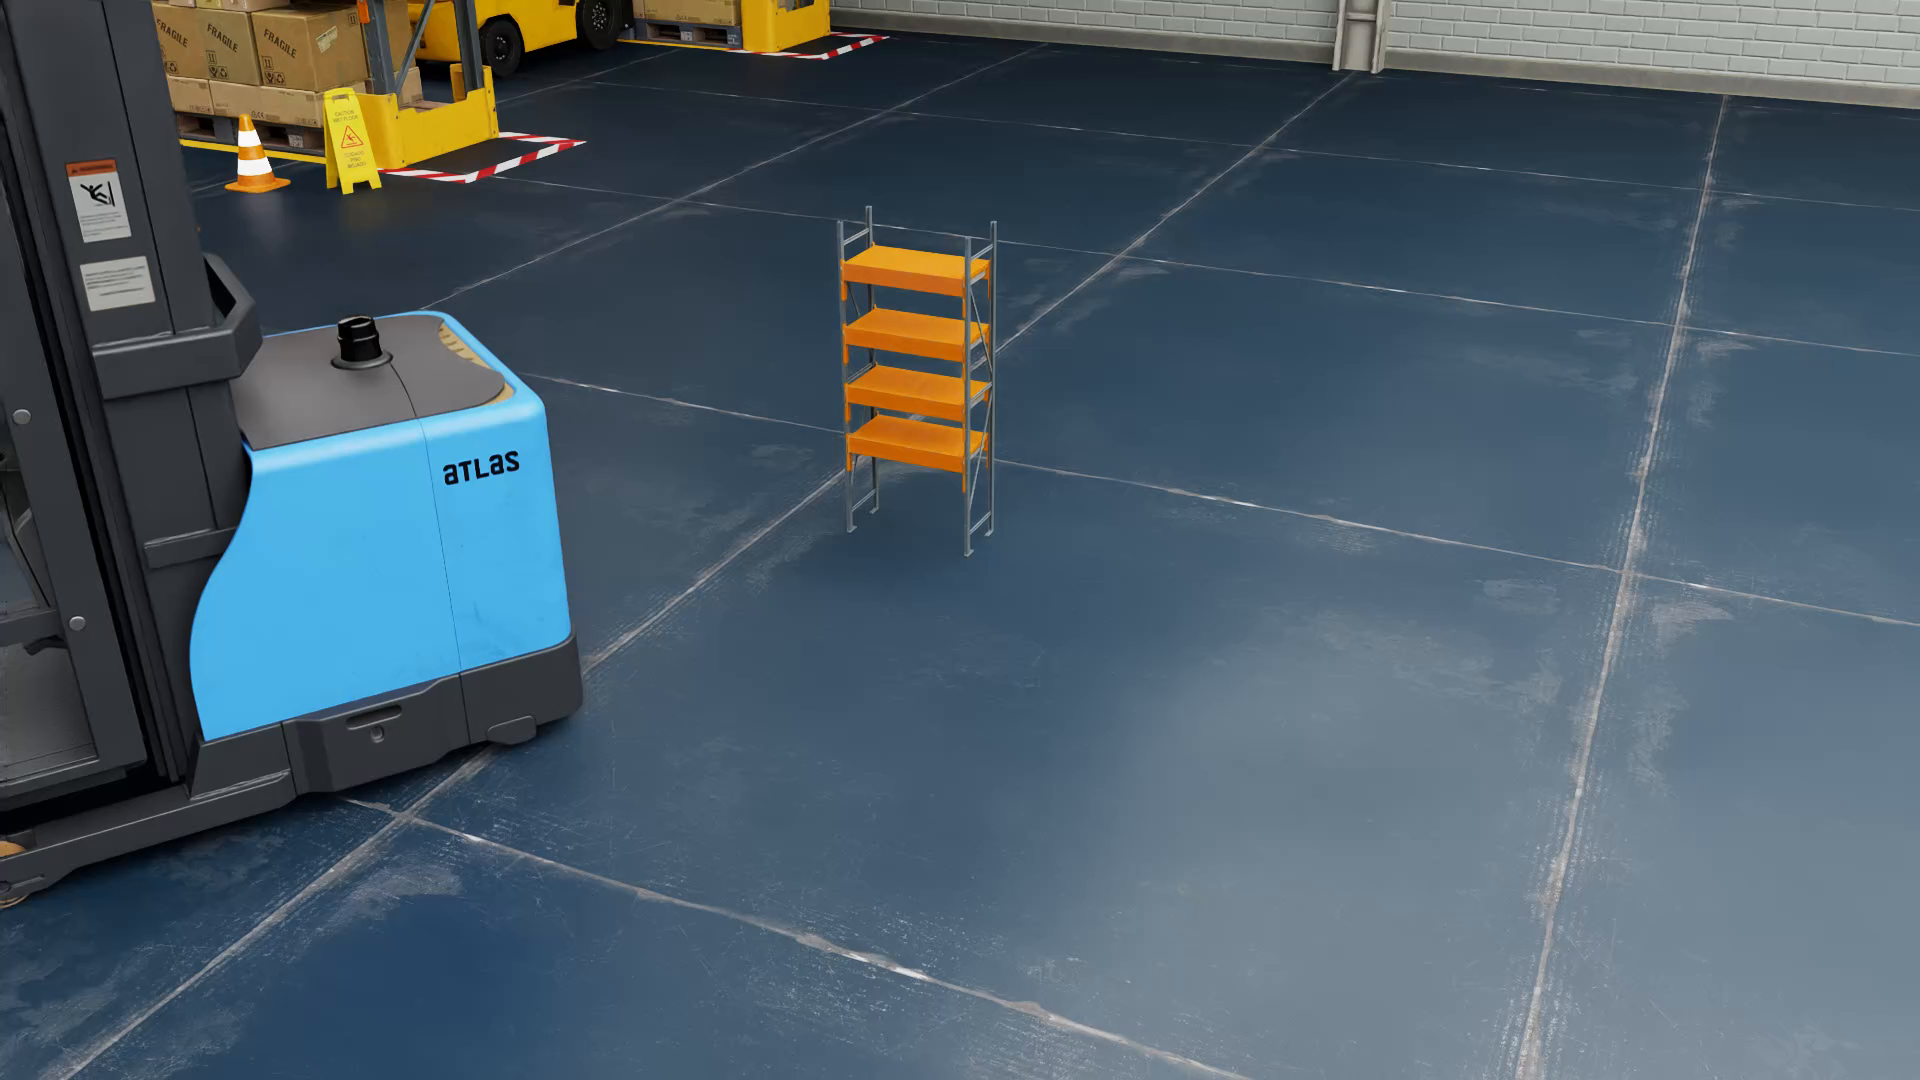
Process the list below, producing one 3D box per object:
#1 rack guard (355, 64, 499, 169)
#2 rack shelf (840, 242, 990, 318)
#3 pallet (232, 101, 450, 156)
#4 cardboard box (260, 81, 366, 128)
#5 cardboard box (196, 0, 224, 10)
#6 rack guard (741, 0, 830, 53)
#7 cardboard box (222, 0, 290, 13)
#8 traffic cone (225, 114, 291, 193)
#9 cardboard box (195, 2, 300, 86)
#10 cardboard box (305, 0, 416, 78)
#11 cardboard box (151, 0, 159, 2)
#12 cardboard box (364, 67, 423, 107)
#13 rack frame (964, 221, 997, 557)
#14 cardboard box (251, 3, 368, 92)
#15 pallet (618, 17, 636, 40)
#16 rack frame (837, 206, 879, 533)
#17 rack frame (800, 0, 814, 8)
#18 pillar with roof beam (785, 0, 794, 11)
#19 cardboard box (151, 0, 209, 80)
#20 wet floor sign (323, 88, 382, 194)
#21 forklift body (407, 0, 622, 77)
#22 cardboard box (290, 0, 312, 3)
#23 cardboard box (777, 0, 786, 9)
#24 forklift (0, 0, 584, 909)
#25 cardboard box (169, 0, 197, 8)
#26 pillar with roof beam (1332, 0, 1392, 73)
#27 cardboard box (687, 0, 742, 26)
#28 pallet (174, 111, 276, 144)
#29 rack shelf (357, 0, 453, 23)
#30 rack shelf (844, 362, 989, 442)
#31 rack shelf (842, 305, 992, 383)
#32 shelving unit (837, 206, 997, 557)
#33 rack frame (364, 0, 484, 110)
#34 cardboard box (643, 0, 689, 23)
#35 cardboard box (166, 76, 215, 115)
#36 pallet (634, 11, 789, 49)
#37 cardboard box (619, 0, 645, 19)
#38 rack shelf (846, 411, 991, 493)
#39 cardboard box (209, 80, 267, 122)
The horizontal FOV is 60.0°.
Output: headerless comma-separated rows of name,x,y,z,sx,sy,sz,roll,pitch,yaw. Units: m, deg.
rack guard,-3.794,-3.025,11.829,0.348,0.500,1.175,11,28,22
rack shelf,-0.151,-0.921,5.873,0.480,0.148,0.258,11,28,22
pallet,-4.518,-3.059,12.223,1.213,0.211,1.003,11,28,22
cardboard box,-4.593,-3.132,11.853,0.500,0.250,0.500,11,28,22
cardboard box,-5.151,-3.844,11.716,0.250,0.149,0.380,12,29,23
rack guard,-1.651,-5.004,15.847,0.348,0.500,1.175,11,28,22
cardboard box,-4.924,-3.797,11.620,0.250,0.149,0.380,12,29,23
traffic cone,-4.650,-2.555,10.915,0.334,0.463,0.336,11,28,22
cardboard box,-5.038,-3.560,11.873,0.500,0.500,0.500,12,29,24
cardboard box,-4.366,-3.687,12.131,0.500,0.500,0.500,10,28,20
cardboard box,-5.977,-3.751,12.260,0.500,0.500,0.500,13,29,24
cardboard box,-4.344,-3.347,12.289,0.500,0.250,0.500,11,28,21
rack frame,0.071,-0.524,5.956,0.015,1.200,0.240,11,28,22
cardboard box,-4.562,-3.466,11.682,0.500,0.500,0.500,12,28,22
pallet,-3.493,-5.225,16.624,1.213,0.211,1.003,11,28,22
rack frame,-0.373,-0.613,6.137,0.015,1.200,0.240,11,28,22
rack frame,-1.673,-6.130,15.304,0.127,3.000,1.000,11,28,22
pillar with roof beam,-3.716,-7.580,11.458,0.400,9.000,9.100,11,28,22
cardboard box,-5.495,-3.655,12.066,0.500,0.500,0.500,11,28,21
wet floor sign,-3.994,-2.612,10.824,0.232,0.644,0.267,23,35,39
forklift body,-4.155,-5.362,14.706,1.214,2.155,2.313,11,28,22
cardboard box,-4.844,-3.781,12.322,0.500,0.500,0.500,10,28,20
cardboard box,-2.039,-5.253,16.161,0.500,0.250,0.500,11,28,22
forklift,-2.675,-0.582,4.114,3.031,2.935,1.130,-15,30,-28
cardboard box,-5.390,-3.893,11.816,0.250,0.149,0.380,13,29,24
pillar with roof beam,1.746,-6.483,9.229,0.400,9.000,9.100,11,28,22
cardboard box,-2.232,-5.043,15.735,0.500,0.250,0.500,12,28,22
pallet,-5.625,-3.282,12.678,1.213,0.211,1.003,11,28,22
rack shelf,-5.545,-4.176,12.150,4.000,0.370,1.077,11,28,22
rack shelf,-0.151,-0.508,6.076,0.480,0.148,0.258,11,28,22
rack shelf,-0.151,-0.709,5.977,0.480,0.148,0.258,11,28,22
shelving unit,-0.151,-0.569,6.046,0.503,1.200,0.258,11,28,22
rack frame,-3.724,-4.133,11.249,0.127,3.000,1.000,11,28,22
cardboard box,-2.680,-5.138,15.927,0.500,0.250,0.500,11,28,22
cardboard box,-5.519,-3.319,12.232,0.500,0.250,0.500,10,28,20
pallet,-2.387,-5.002,16.170,1.213,0.211,1.003,11,28,22
cardboard box,-3.132,-5.233,16.121,0.500,0.250,0.500,12,29,22
rack shelf,-0.151,-0.330,6.164,0.480,0.148,0.258,11,28,22
cardboard box,-5.040,-3.225,12.043,0.500,0.250,0.500,11,28,22
